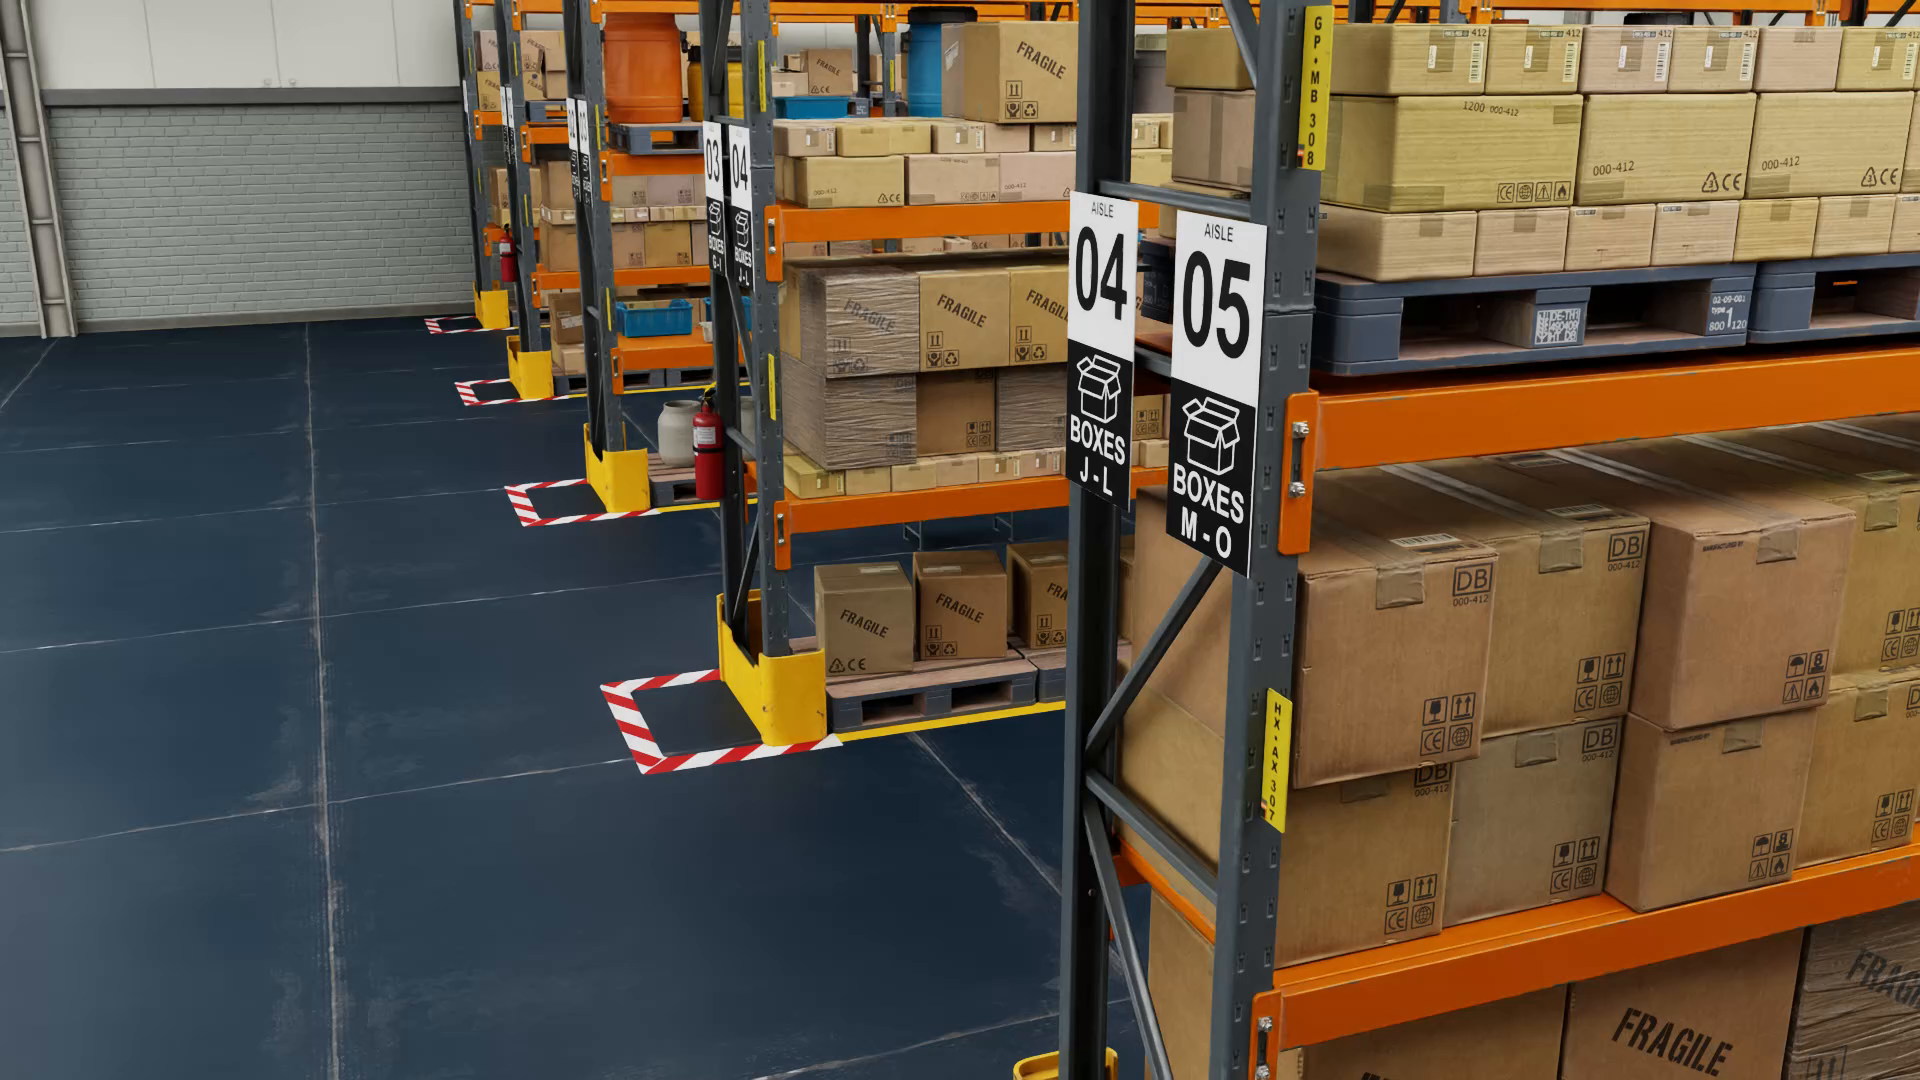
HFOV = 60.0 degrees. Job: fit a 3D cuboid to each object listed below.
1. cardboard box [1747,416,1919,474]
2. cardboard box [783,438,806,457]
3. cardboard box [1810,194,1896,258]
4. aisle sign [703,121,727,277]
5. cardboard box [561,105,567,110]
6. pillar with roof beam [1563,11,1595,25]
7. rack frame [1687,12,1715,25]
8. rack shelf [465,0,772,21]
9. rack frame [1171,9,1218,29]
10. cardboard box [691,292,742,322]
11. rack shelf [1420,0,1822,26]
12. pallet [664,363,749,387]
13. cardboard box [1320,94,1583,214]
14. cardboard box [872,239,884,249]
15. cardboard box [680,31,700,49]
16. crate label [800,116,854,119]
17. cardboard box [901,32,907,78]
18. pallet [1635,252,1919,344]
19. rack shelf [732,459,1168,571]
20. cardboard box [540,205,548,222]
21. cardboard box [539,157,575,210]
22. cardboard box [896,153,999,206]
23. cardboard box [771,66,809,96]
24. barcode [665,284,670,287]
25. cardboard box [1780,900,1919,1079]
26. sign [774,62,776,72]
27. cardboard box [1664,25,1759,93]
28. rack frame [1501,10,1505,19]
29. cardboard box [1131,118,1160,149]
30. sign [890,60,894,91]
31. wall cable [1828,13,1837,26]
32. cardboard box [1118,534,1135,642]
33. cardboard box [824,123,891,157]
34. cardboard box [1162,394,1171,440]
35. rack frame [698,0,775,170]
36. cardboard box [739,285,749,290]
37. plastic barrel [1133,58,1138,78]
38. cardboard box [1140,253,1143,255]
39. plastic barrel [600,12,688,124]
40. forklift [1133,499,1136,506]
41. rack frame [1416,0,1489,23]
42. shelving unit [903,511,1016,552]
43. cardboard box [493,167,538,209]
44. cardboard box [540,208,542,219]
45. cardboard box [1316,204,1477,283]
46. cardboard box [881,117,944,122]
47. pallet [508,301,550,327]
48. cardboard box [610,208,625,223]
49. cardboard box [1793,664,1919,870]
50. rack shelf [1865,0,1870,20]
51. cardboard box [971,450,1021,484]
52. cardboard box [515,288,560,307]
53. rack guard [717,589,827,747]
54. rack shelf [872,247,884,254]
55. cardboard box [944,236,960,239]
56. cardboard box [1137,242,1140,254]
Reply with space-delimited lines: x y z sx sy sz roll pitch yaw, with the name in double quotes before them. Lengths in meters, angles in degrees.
"cardboard box" 2.893 -0.043 5.237 0.550 0.550 0.875 -6 17 -20
"cardboard box" -0.948 -0.459 9.285 0.250 0.149 0.380 -6 17 -20
"cardboard box" 2.153 -0.827 4.291 0.250 0.149 0.380 -6 18 -20
"aisle sign" -1.305 -1.817 8.848 0.004 0.787 0.394 -6 17 -20
"cardboard box" -5.058 -5.969 22.066 0.500 0.500 0.500 -5 17 -18
"pillar with roof beam" 12.235 -8.265 24.773 0.400 9.000 9.100 -6 17 -20
"rack frame" 10.259 -7.595 22.491 0.127 3.000 1.000 -6 17 -20
"rack shelf" -4.590 -7.140 22.224 4.000 0.370 1.077 -6 17 -20
"rack frame" 2.789 -6.789 19.745 0.127 3.000 1.000 -6 17 -20
"cardboard box" -2.699 -2.492 18.563 0.500 0.500 0.500 -6 17 -20
"rack shelf" 6.425 -5.150 16.150 4.000 0.370 1.077 -6 17 -20
"pallet" -2.845 -1.976 18.952 1.213 0.211 1.003 -6 17 -20
"cardboard box" 1.083 -0.922 3.907 0.500 0.250 0.500 -6 17 -20
"cardboard box" -1.146 -4.359 24.442 0.500 0.250 0.500 -7 18 -22
"cardboard box" -3.604 -6.606 22.460 0.500 0.500 0.500 -5 17 -17
"crate label" -1.046 -3.270 13.349 0.408 0.251 0.502 -6 17 -20
"cardboard box" -0.356 -5.487 18.827 0.500 0.500 0.500 -6 17 -19
"pallet" 2.370 -0.780 4.764 1.213 0.211 1.003 -6 17 -20
"rack shelf" 0.727 -0.353 9.755 4.000 0.370 1.077 -6 17 -20
"cardboard box" -4.393 -3.551 18.040 0.250 0.149 0.380 -6 18 -21
"cardboard box" -4.192 -3.823 17.814 0.500 0.500 0.700 -6 17 -20
"cardboard box" -0.118 -1.898 8.681 0.500 0.250 0.500 -7 18 -21
"cardboard box" -2.015 -5.136 18.606 0.500 0.311 0.500 -7 18 -23
"barcode" -4.152 -3.600 23.616 0.075 0.075 0.001 -6 17 -20
"cardboard box" 2.823 1.370 5.635 0.875 0.875 0.875 -6 17 -20
"sign" -2.521 -6.355 22.675 0.005 0.325 0.100 -6 17 -20
"cardboard box" 1.675 -1.159 4.004 0.250 0.149 0.380 -6 17 -19
"rack frame" 8.483 -8.898 26.928 0.127 3.000 1.000 -6 17 -20
"cardboard box" 0.883 -2.212 9.041 0.250 0.149 0.380 -7 18 -22
"sign" -0.746 -5.086 18.213 0.005 0.325 0.100 -6 17 -20
"wall cable" 13.892 -7.885 28.988 0.112 2.526 3.097 -6 17 -20
"cardboard box" 1.123 0.271 10.044 0.500 0.500 0.500 -8 18 -25
"cardboard box" -0.524 -2.023 8.399 0.250 0.149 0.380 -6 17 -19
"cardboard box" 1.242 -0.944 9.783 0.500 0.500 0.875 -6 17 -20
"rack frame" -1.140 -3.375 8.121 0.127 3.000 1.000 -6 17 -20
"cardboard box" -2.425 -2.684 19.217 0.500 0.500 0.500 -6 17 -20
"plastic barrel" 1.220 -3.991 14.653 0.708 0.901 0.600 -6 17 -20
"cardboard box" 1.340 -1.352 9.398 0.500 0.500 0.500 -6 17 -20
"plastic barrel" -2.504 -3.729 13.142 0.708 0.830 0.600 -6 17 -20
"forklift" 2.959 -1.598 12.840 3.031 2.935 1.130 -4 17 -12
"rack frame" 4.558 -5.485 15.305 0.127 3.000 1.000 -6 17 -20
"shelving unit" -0.006 -0.719 12.385 0.755 1.500 0.431 -6 17 -20
"cardboard box" -5.904 -4.673 22.088 0.500 0.500 0.500 -6 17 -20
"cardboard box" -5.408 -4.366 22.373 0.500 0.250 0.500 -7 18 -22
"cardboard box" 0.975 -0.700 3.858 0.250 0.149 0.380 -6 17 -20
"cardboard box" -0.266 -2.249 9.168 0.250 0.149 0.380 -6 17 -20
"pallet" -5.615 -3.149 22.947 1.213 0.211 1.003 -6 17 -20
"cardboard box" -3.759 -3.498 17.857 0.250 0.149 0.380 -6 17 -20
"cardboard box" 2.424 0.548 5.142 0.500 0.550 0.875 -6 17 -20
"rack shelf" 8.198 -3.846 11.712 4.000 0.370 1.077 -6 17 -20
"cardboard box" 0.152 -0.438 9.211 0.250 0.149 0.380 -6 17 -20
"cardboard box" -5.779 -3.374 22.754 0.500 0.311 0.500 -8 18 -26
"rack guard" -1.069 0.695 9.345 0.348 0.500 1.175 -6 17 -20
"rack shelf" 0.921 -3.363 20.005 4.000 0.370 1.077 -6 17 -20
"cardboard box" -0.191 -3.579 19.702 0.258 0.266 0.396 -7 18 -21
"cardboard box" 1.150 -1.491 9.872 0.500 0.500 0.500 -6 17 -20
